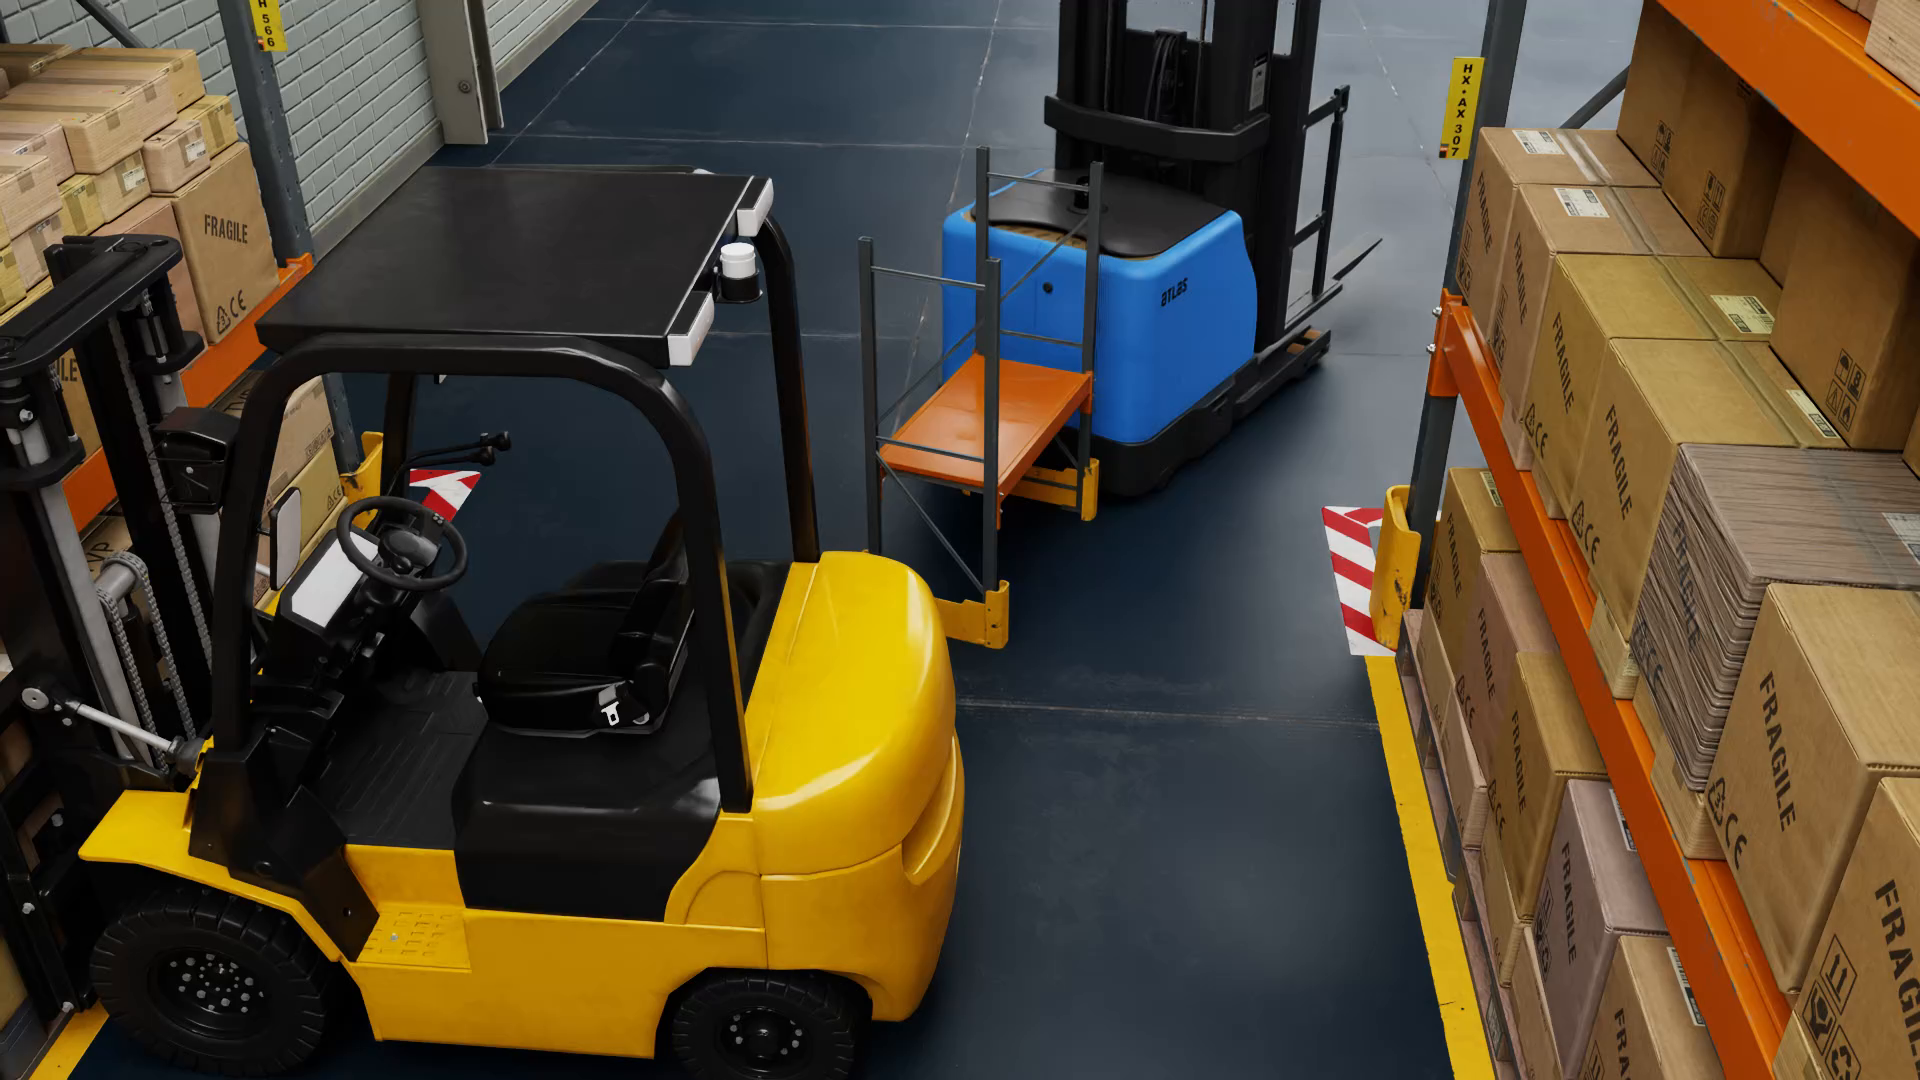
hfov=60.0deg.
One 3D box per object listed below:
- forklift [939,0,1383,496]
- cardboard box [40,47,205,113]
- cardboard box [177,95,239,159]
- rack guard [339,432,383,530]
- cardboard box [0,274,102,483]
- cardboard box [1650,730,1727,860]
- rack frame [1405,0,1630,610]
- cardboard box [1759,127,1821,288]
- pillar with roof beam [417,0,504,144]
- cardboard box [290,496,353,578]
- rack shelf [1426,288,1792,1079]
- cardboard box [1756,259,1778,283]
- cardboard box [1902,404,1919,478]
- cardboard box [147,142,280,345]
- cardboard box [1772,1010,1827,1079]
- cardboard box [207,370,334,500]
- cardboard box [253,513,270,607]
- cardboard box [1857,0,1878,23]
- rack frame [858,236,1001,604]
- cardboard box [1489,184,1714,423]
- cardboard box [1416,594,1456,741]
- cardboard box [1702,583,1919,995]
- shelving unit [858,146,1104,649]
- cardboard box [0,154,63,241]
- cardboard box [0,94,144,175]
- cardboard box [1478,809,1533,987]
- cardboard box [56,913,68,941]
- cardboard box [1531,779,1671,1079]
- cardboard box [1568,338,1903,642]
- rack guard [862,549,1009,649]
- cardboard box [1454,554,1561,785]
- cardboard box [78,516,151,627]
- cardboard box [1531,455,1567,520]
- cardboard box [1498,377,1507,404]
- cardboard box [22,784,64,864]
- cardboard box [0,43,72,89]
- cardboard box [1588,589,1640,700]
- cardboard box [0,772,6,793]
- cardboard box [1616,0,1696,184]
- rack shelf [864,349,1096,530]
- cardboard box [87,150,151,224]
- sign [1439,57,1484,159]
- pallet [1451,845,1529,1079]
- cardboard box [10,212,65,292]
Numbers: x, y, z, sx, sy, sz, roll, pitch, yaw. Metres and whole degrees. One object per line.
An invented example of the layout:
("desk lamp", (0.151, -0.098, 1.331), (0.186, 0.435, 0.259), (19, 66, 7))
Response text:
("forklift", (1.158, -2.157, 7.456), (1.130, 2.935, 3.031), (20, 37, 29))
("cardboard box", (-2.628, -1.440, 5.230), (0.380, 0.149, 0.250), (3, 32, 4))
("cardboard box", (-2.557, -1.316, 5.313), (0.380, 0.149, 0.250), (3, 32, 5))
("rack guard", (-2.806, -0.139, 6.499), (1.175, 0.500, 0.348), (2, 32, 4))
("cardboard box", (-2.680, -0.426, 4.487), (0.500, 0.500, 0.500), (2, 32, 3))
("cardboard box", (1.615, 0.505, 3.310), (0.380, 0.149, 0.250), (2, 32, 3))
("rack frame", (2.139, -0.981, 5.482), (1.000, 3.000, 0.127), (2, 32, 4))
("cardboard box", (2.327, -0.764, 3.798), (0.700, 0.500, 0.500), (2, 32, 3))
("pillar with roof beam", (1.016, -6.373, 8.513), (9.100, 9.000, 0.400), (2, 32, 4))
("cardboard box", (-2.532, 0.060, 6.014), (0.500, 0.250, 0.500), (3, 32, 4))
("rack shelf", (1.976, 0.371, 3.974), (1.077, 0.370, 4.000), (2, 32, 4))
("cardboard box", (2.324, -0.593, 4.474), (0.500, 0.500, 0.500), (3, 32, 4))
("cardboard box", (2.197, -0.232, 2.936), (0.700, 0.500, 0.500), (2, 32, 3))
("cardboard box", (-2.587, -0.965, 5.361), (0.500, 0.500, 0.500), (2, 32, 3))
("cardboard box", (1.549, 0.906, 2.660), (0.380, 0.149, 0.250), (3, 32, 5))
("cardboard box", (-2.535, -0.371, 5.760), (0.500, 0.250, 0.500), (3, 32, 6))
("cardboard box", (-2.588, 0.118, 5.444), (0.500, 0.250, 0.500), (2, 32, 4))
("cardboard box", (1.738, -0.907, 2.743), (0.380, 0.149, 0.250), (3, 32, 5))
("rack frame", (-0.103, -0.313, 5.829), (0.500, 1.500, 0.032), (13, 34, 20))
("cardboard box", (1.785, -0.643, 4.556), (0.500, 0.500, 0.500), (3, 32, 5))
("cardboard box", (1.798, 0.421, 5.428), (0.500, 0.250, 0.500), (2, 32, 4))
("cardboard box", (1.637, 0.429, 2.815), (0.500, 0.500, 0.500), (3, 32, 6))
("shelving unit", (0.094, -0.554, 6.219), (0.587, 1.500, 1.083), (13, 34, 20))
("cardboard box", (-2.616, -0.904, 4.360), (0.380, 0.149, 0.250), (3, 32, 5))
("cardboard box", (-2.611, -1.172, 4.795), (0.380, 0.149, 0.250), (3, 32, 5))
("cardboard box", (1.717, 0.974, 4.532), (0.500, 0.250, 0.500), (5, 32, 7))
("cardboard box", (-2.651, 0.854, 4.726), (0.500, 0.250, 0.500), (3, 32, 6))
("cardboard box", (1.674, 0.930, 3.888), (0.500, 0.500, 0.500), (4, 32, 7))
("cardboard box", (1.712, -0.110, 3.691), (0.500, 0.500, 0.500), (2, 32, 3))
("rack guard", (-0.102, 0.218, 6.158), (0.587, 0.250, 0.087), (13, 34, 20))
("cardboard box", (1.758, 0.388, 4.767), (0.500, 0.500, 0.500), (1, 32, 2))
("cardboard box", (-2.602, 0.161, 4.897), (0.500, 0.250, 0.500), (3, 32, 5))
("cardboard box", (1.742, -0.170, 4.406), (0.380, 0.149, 0.250), (3, 32, 5))
("cardboard box", (1.796, -0.437, 4.840), (0.380, 0.149, 0.250), (1, 32, 2))
("cardboard box", (-2.653, 0.650, 4.580), (0.500, 0.250, 0.500), (2, 32, 4))
("cardboard box", (-3.049, -1.470, 5.278), (0.380, 0.149, 0.250), (2, 32, 3))
("cardboard box", (1.651, 0.237, 3.746), (0.380, 0.149, 0.250), (3, 32, 4))
("cardboard box", (-2.701, 0.700, 4.023), (0.500, 0.250, 0.500), (3, 32, 6))
("cardboard box", (2.315, -1.299, 4.667), (0.700, 0.500, 0.500), (2, 32, 3))
("rack shelf", (0.097, -0.405, 6.321), (0.538, 0.185, 1.000), (13, 34, 20))
("cardboard box", (-2.631, -1.048, 4.878), (0.380, 0.149, 0.250), (3, 32, 5))
("sign", (1.598, -1.372, 5.293), (0.100, 0.325, 0.005), (2, 32, 4))
("pallet", (1.930, 1.306, 4.430), (1.003, 0.211, 1.213), (2, 32, 4))
("cardboard box", (-2.637, -0.777, 4.439), (0.380, 0.149, 0.250), (1, 32, 2))
